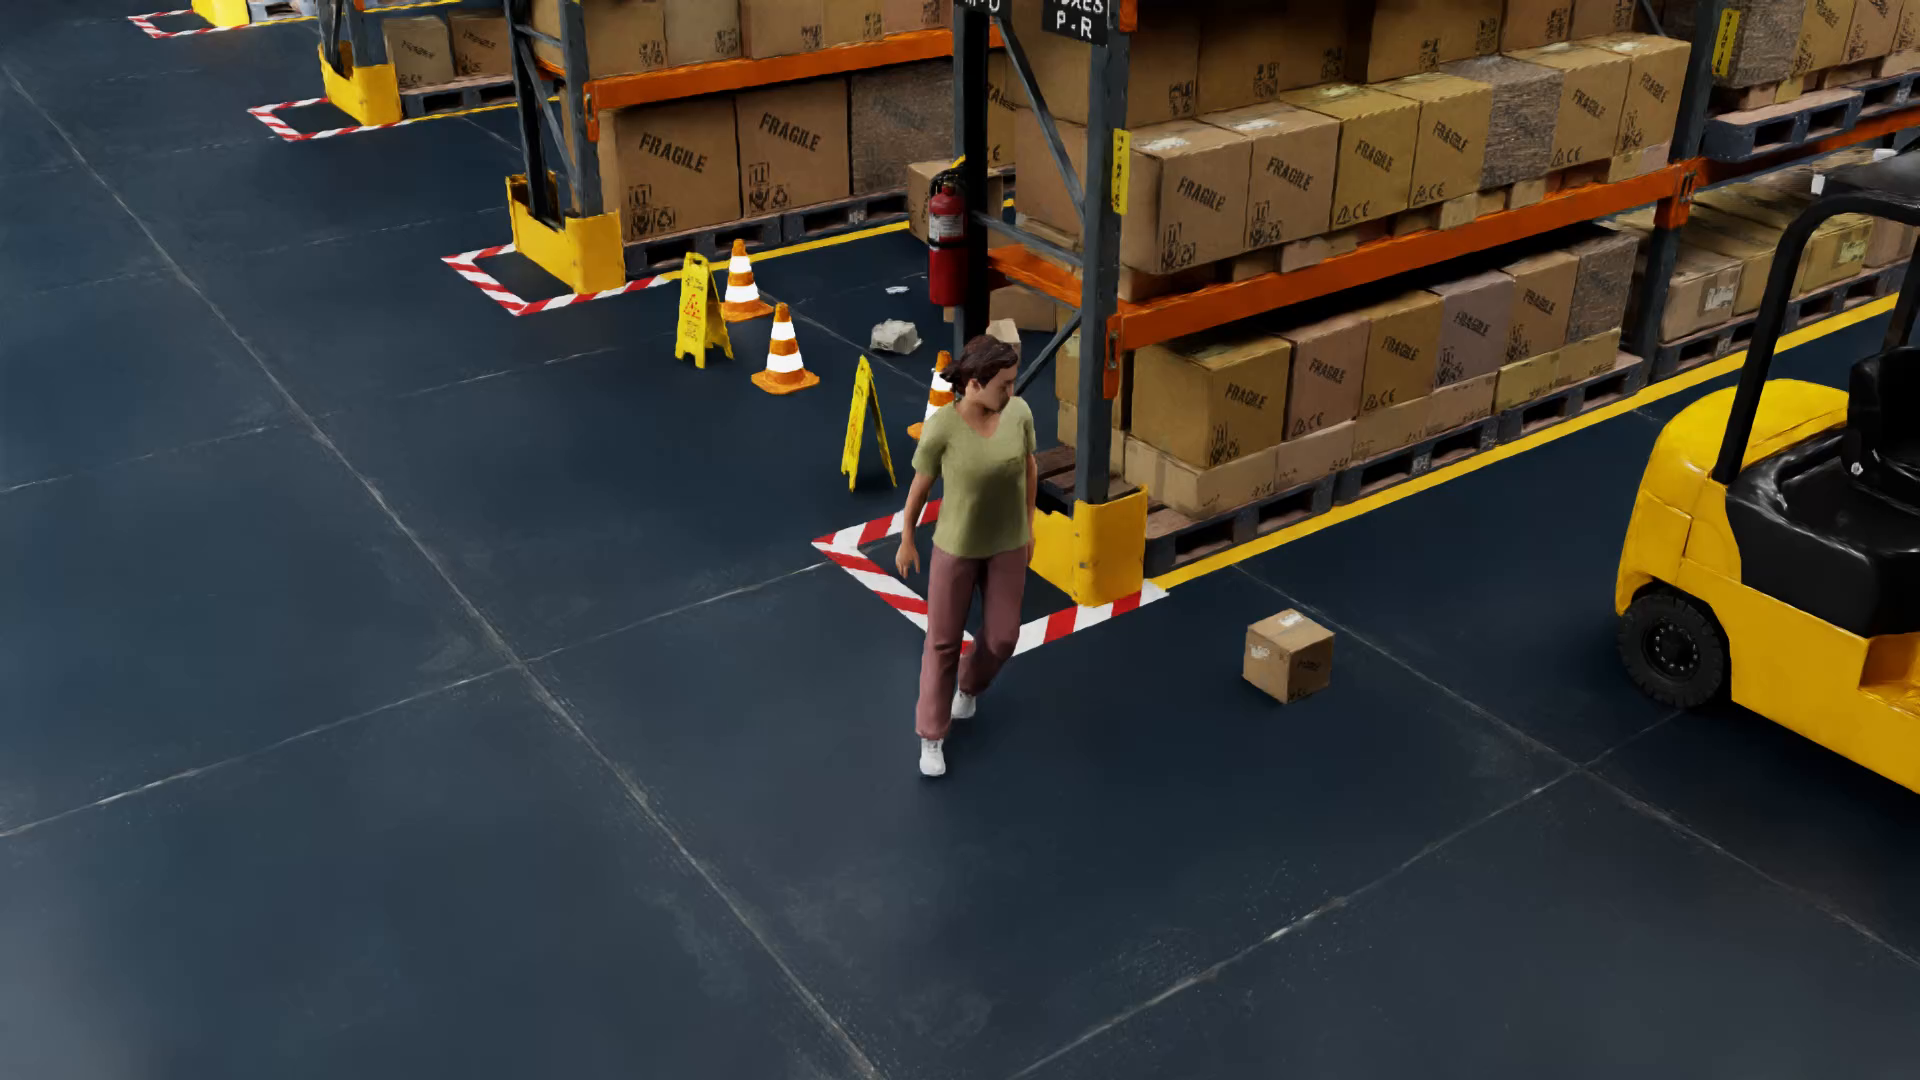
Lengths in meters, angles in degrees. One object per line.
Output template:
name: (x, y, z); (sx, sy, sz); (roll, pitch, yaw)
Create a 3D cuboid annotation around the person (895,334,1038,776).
person: (0.041, 0.020, 6.091); (0.535, 1.667, 0.525); (-9, 30, -15)
